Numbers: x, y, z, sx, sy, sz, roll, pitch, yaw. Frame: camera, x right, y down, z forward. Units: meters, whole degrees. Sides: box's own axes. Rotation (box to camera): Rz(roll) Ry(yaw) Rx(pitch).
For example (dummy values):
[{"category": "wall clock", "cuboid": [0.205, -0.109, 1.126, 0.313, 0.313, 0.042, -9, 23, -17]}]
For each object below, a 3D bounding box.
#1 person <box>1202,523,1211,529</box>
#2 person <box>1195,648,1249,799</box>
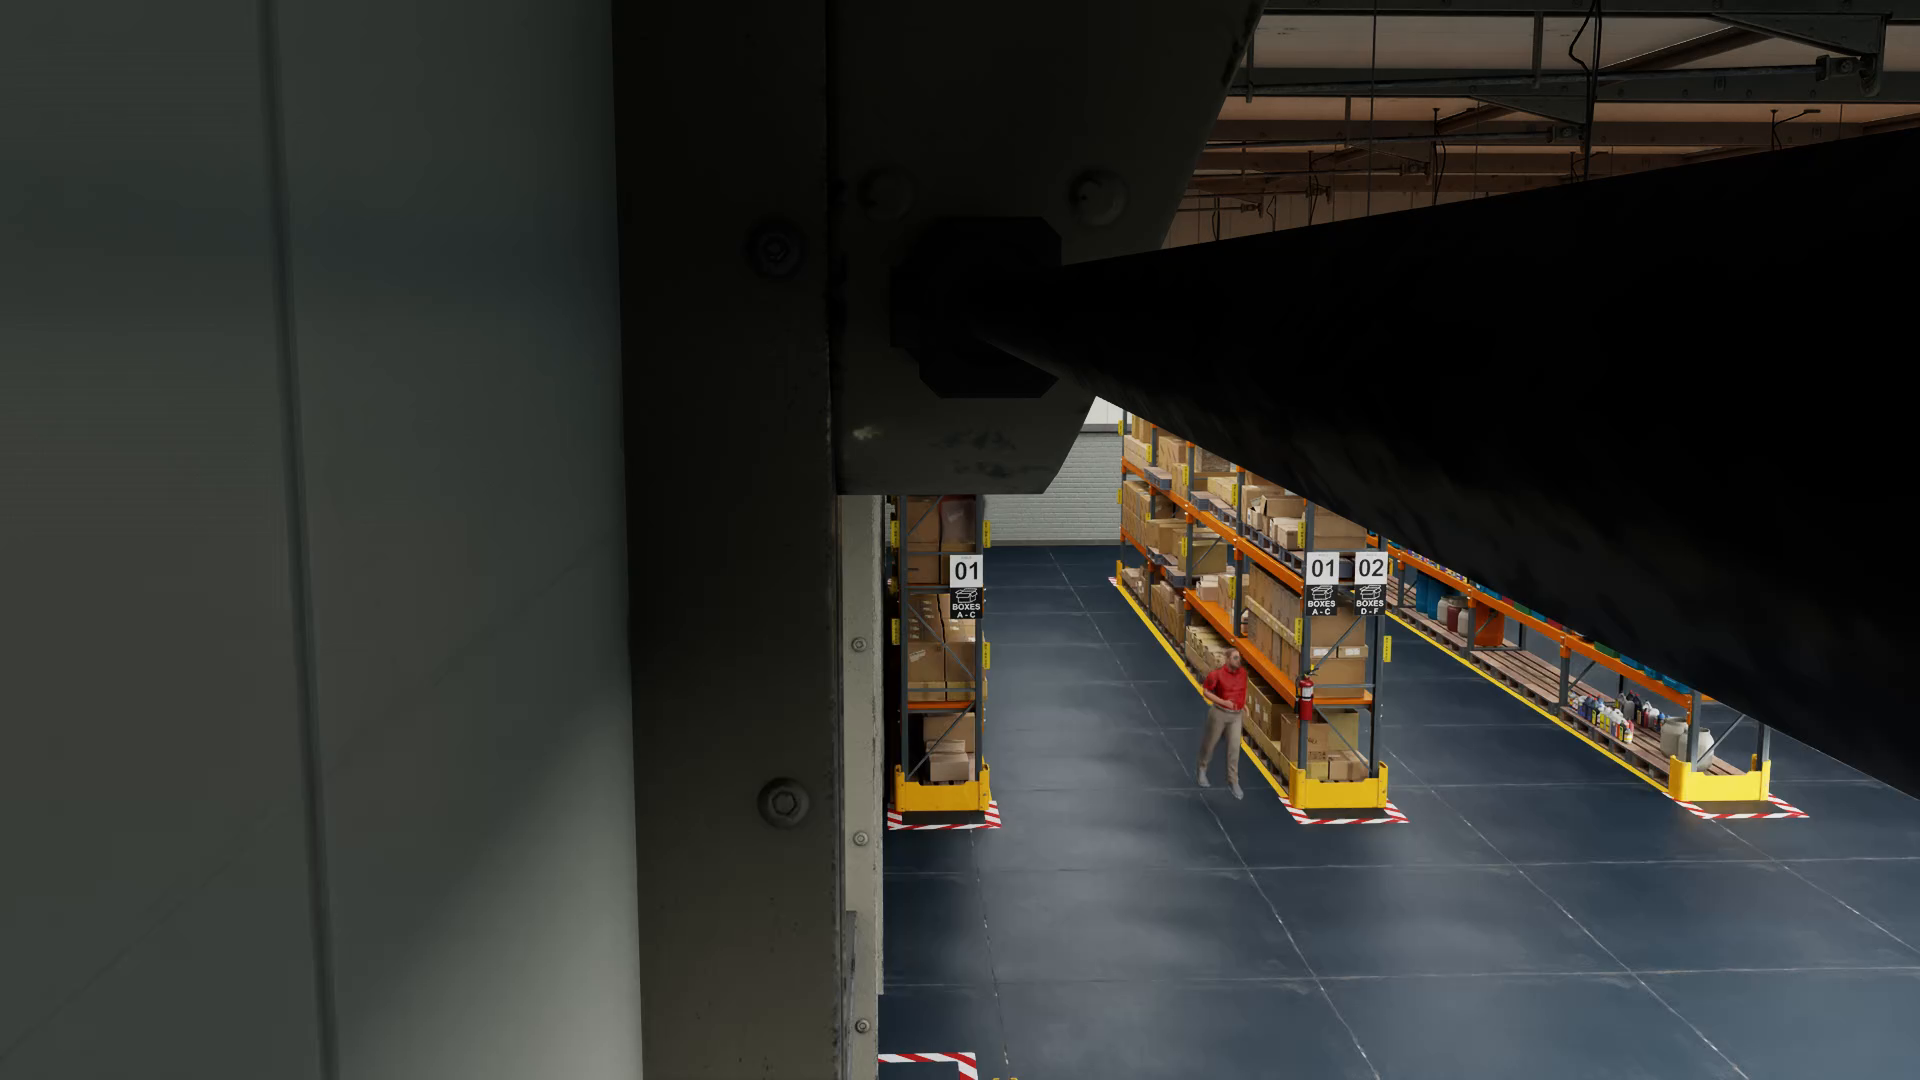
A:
[{"category": "person", "cuboid": [5.436, 0.037, 37.257, 0.714, 1.634, 0.588, -6, 10, -34]}, {"category": "person", "cuboid": [3.294, 2.205, 20.402, 0.700, 1.783, 0.795, -3, 9, -21]}]
